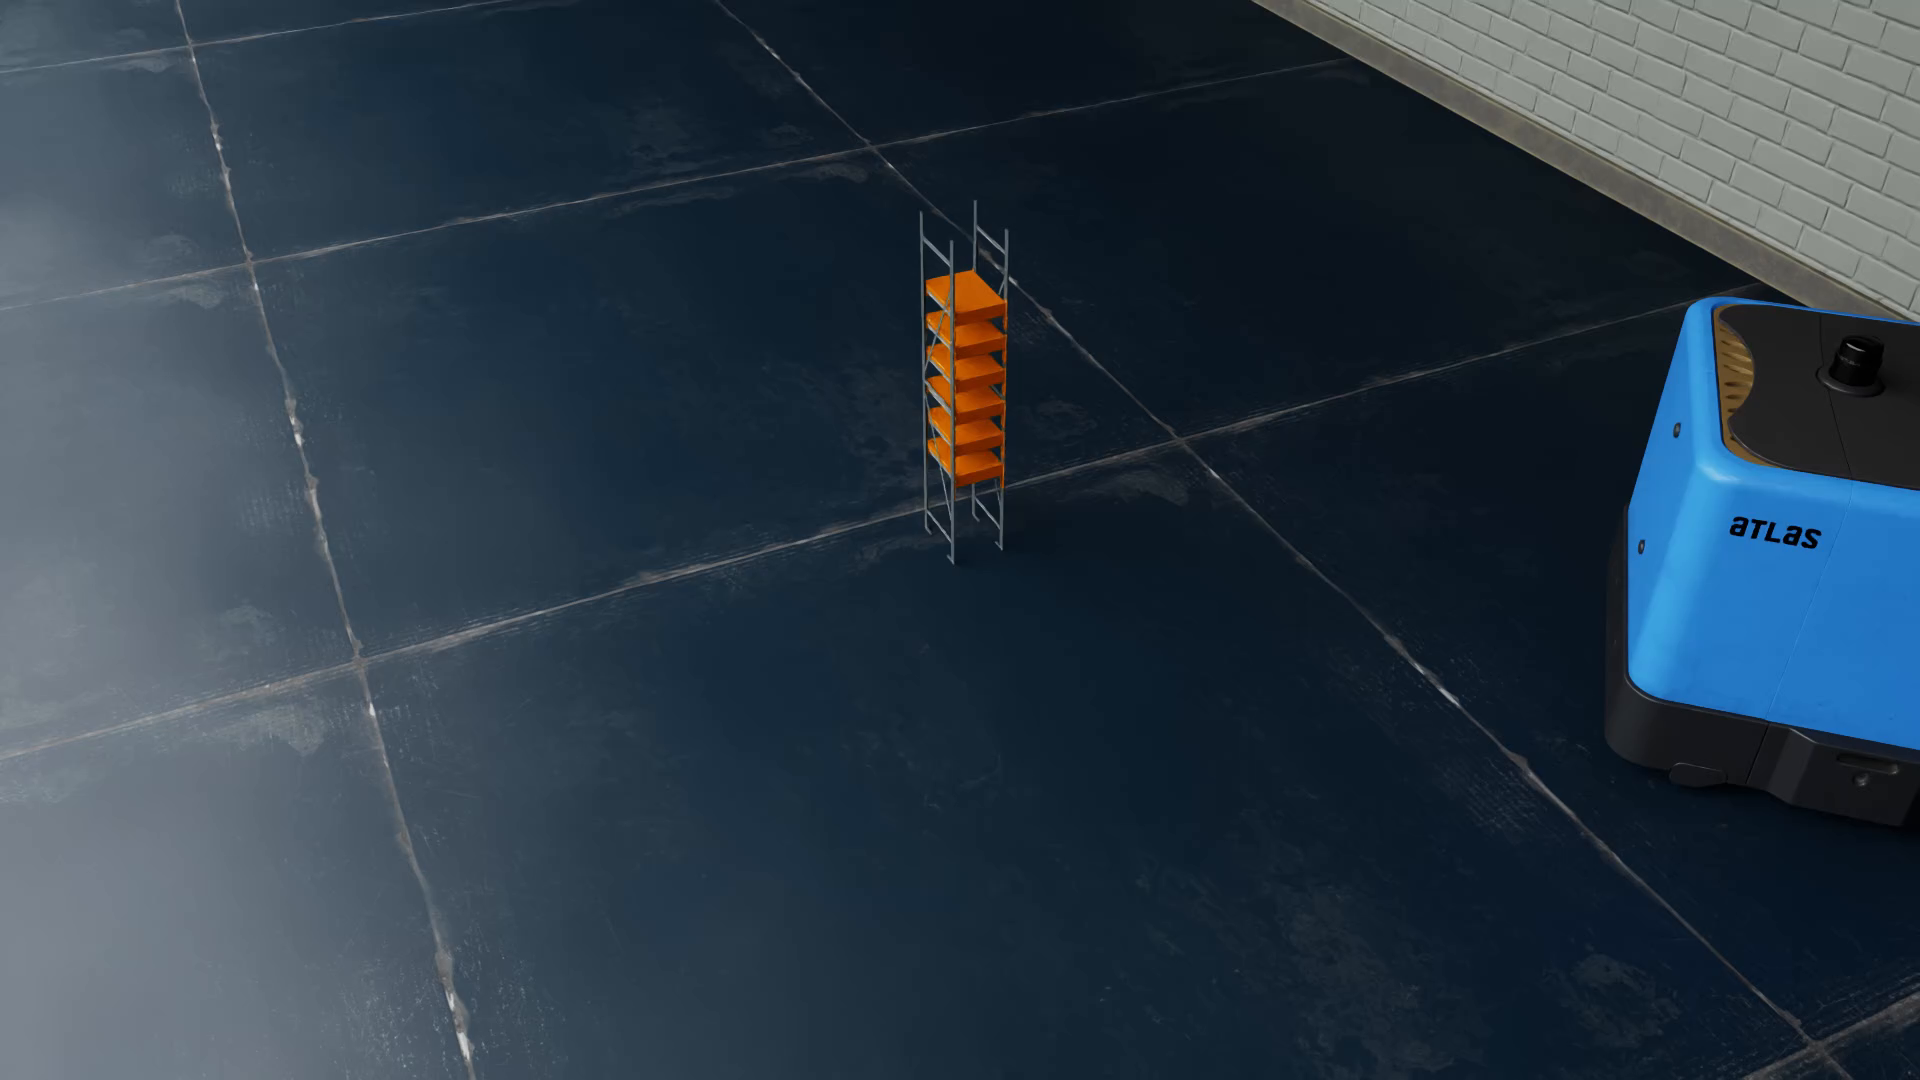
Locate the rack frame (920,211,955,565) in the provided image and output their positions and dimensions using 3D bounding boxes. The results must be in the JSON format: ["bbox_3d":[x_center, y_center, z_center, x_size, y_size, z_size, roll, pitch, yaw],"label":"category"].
[{"bbox_3d":[-0.070,-0.462,5.366,0.006,1.200,0.240,-16,39,-20],"label":"rack frame"}]

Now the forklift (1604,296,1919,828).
[{"bbox_3d":[3.455,-0.513,3.981,3.031,2.935,1.130,11,38,14],"label":"forklift"}]

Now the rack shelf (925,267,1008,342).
[{"bbox_3d":[0.013,-0.739,5.210,0.180,0.103,0.258,-16,39,-20],"label":"rack shelf"}]

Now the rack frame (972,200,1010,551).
[{"bbox_3d":[0.096,-0.509,5.429,0.006,1.200,0.240,-16,39,-20],"label":"rack frame"}]

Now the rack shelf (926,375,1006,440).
[{"bbox_3d":[0.013,-0.450,5.424,0.180,0.103,0.258,-16,39,-20],"label":"rack shelf"}]

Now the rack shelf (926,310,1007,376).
[{"bbox_3d":[0.013,-0.643,5.281,0.180,0.103,0.258,-16,39,-20],"label":"rack shelf"}]

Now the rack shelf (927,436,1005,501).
[{"bbox_3d":[0.013,-0.257,5.567,0.180,0.103,0.258,-16,39,-20],"label":"rack shelf"}]

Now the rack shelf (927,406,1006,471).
[{"bbox_3d":[0.013,-0.354,5.495,0.180,0.103,0.258,-16,39,-20],"label":"rack shelf"}]

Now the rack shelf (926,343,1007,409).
[{"bbox_3d":[0.013,-0.546,5.352,0.180,0.103,0.258,-16,39,-20],"label":"rack shelf"}]

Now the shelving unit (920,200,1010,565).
[{"bbox_3d":[0.013,-0.486,5.398,0.189,1.200,0.258,-16,39,-20],"label":"shelving unit"}]
